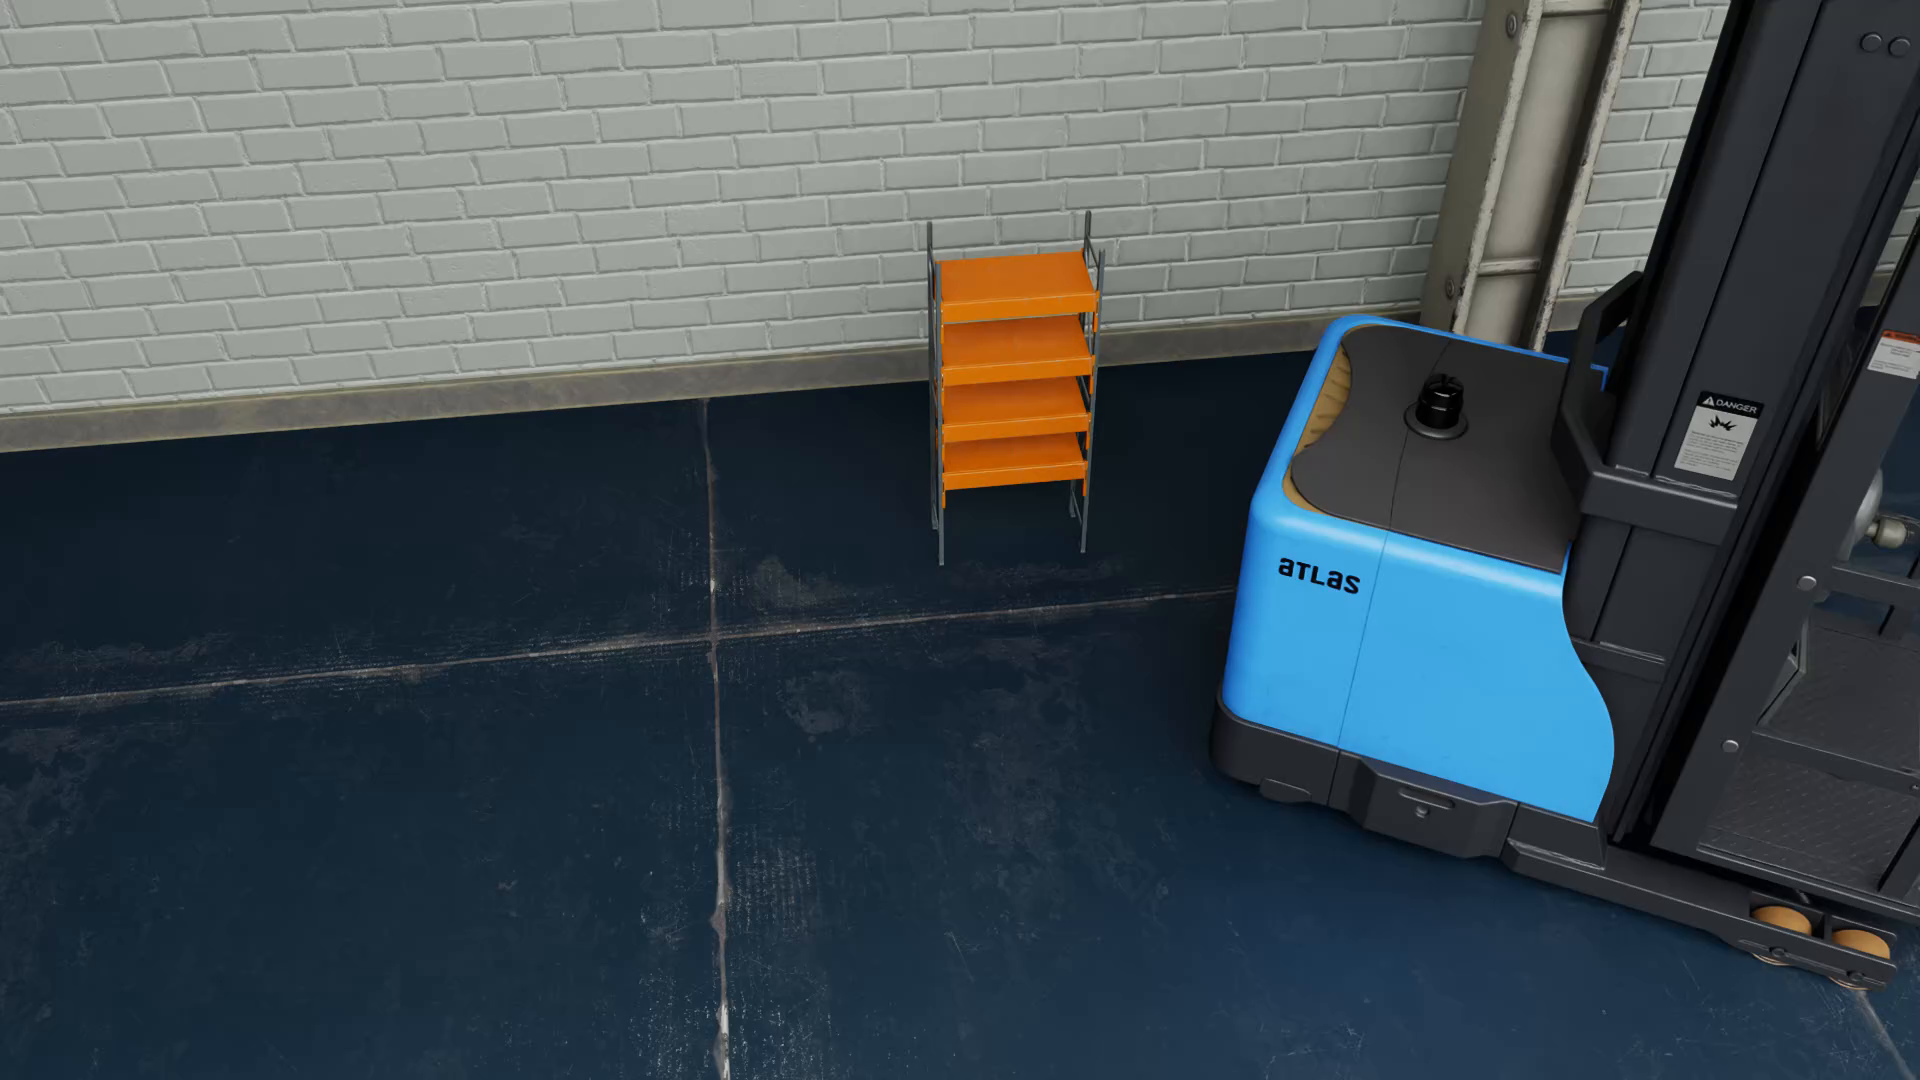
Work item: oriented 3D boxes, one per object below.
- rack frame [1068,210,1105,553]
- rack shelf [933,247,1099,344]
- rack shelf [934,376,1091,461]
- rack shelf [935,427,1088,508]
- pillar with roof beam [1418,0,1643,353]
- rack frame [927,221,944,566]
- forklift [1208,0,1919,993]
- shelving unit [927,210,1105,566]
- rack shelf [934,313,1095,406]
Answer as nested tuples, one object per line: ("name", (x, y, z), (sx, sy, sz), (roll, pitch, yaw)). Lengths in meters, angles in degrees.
("rack frame", (0.406, -0.481, 5.388), (0.015, 1.200, 0.240), (-5, 42, -6))
("rack shelf", (0.164, -0.752, 5.101), (0.480, 0.148, 0.258), (-5, 42, -6))
("rack shelf", (0.164, -0.410, 5.409), (0.480, 0.148, 0.258), (-5, 42, -6))
("rack shelf", (0.164, -0.263, 5.542), (0.480, 0.148, 0.258), (-5, 42, -6))
("pillar with roof beam", (2.581, -1.210, 0.373), (0.400, 9.000, 9.100), (-5, 42, -6))
("rack frame", (-0.078, -0.439, 5.341), (0.015, 1.200, 0.240), (-5, 42, -6))
("forklift", (2.306, -0.301, 3.895), (3.031, 2.935, 1.130), (15, 44, 17))
("shelving unit", (0.164, -0.460, 5.364), (0.503, 1.200, 0.258), (-5, 42, -6))
("rack shelf", (0.164, -0.576, 5.259), (0.480, 0.148, 0.258), (-5, 42, -6))
